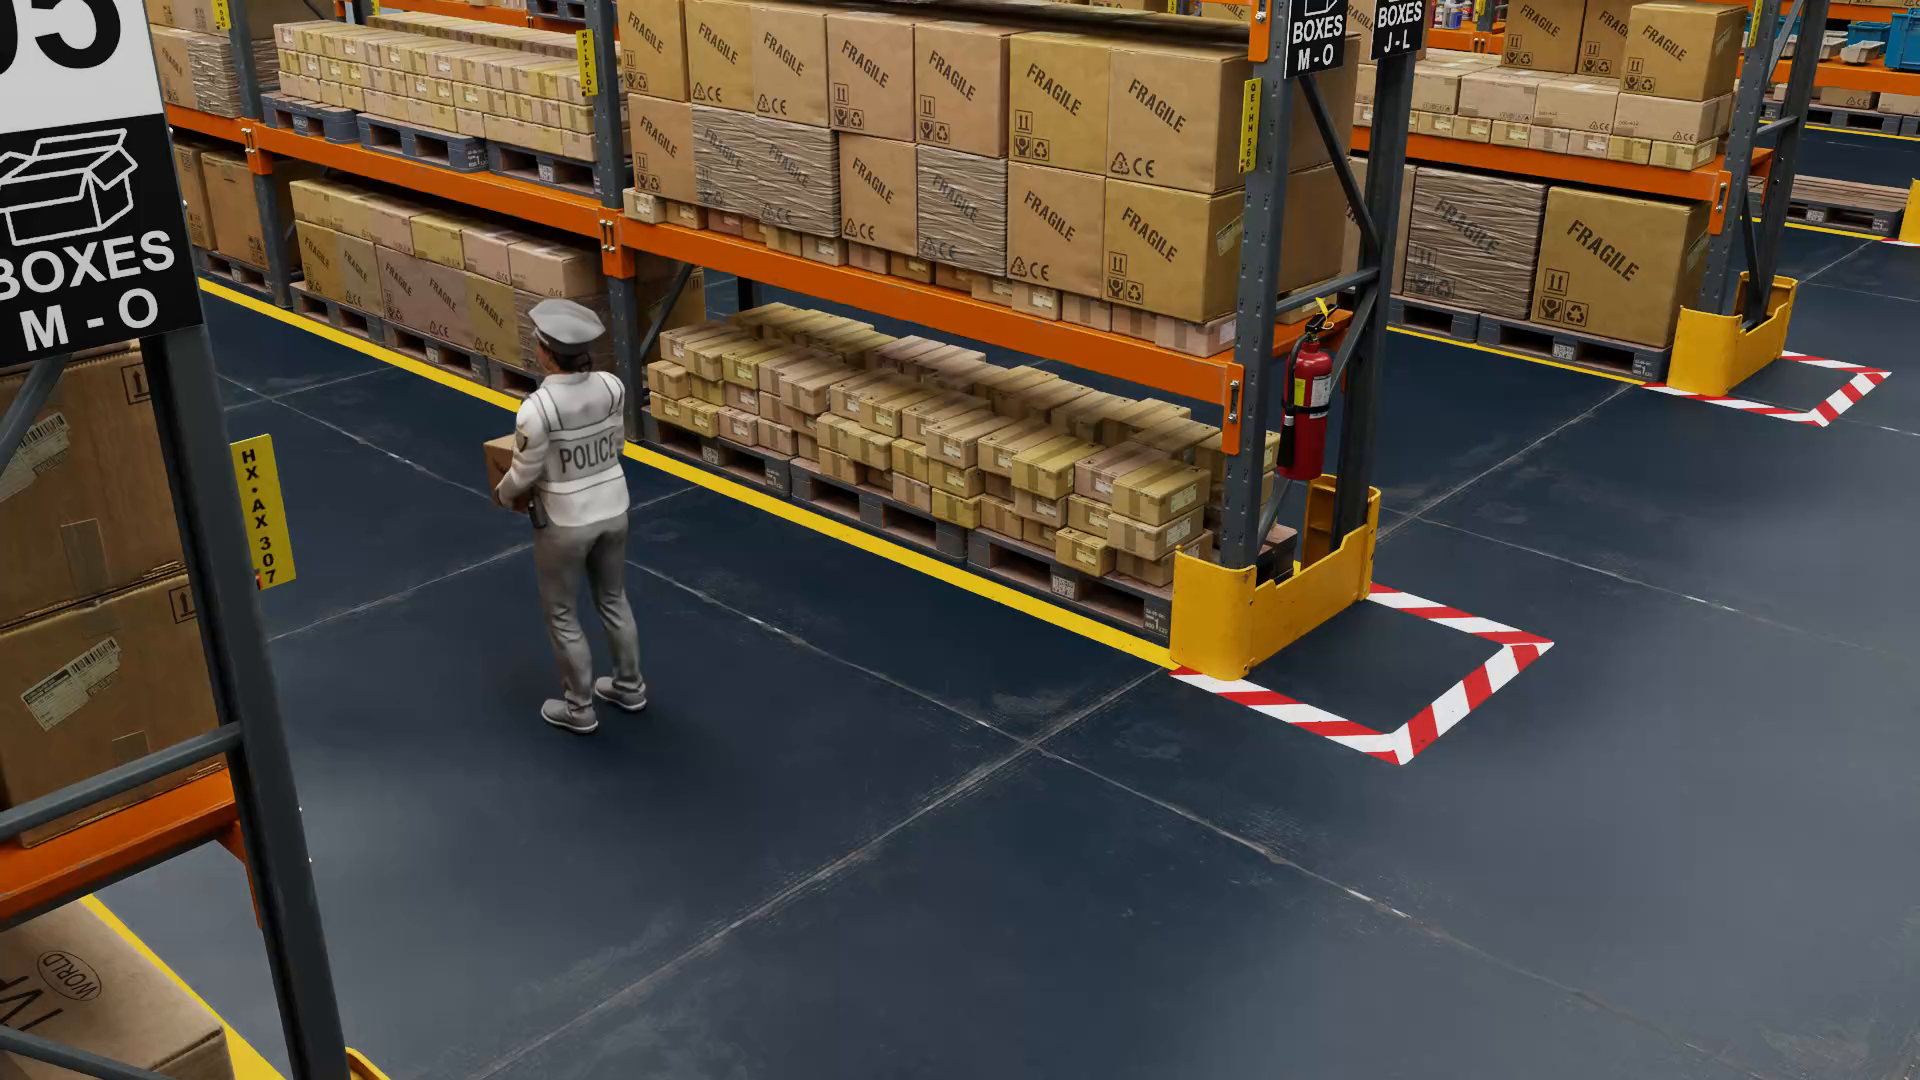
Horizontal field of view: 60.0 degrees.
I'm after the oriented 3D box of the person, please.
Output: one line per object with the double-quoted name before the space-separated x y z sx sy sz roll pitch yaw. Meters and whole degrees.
"person" -1.487 -0.099 6.283 0.517 1.692 0.482 20 31 37
